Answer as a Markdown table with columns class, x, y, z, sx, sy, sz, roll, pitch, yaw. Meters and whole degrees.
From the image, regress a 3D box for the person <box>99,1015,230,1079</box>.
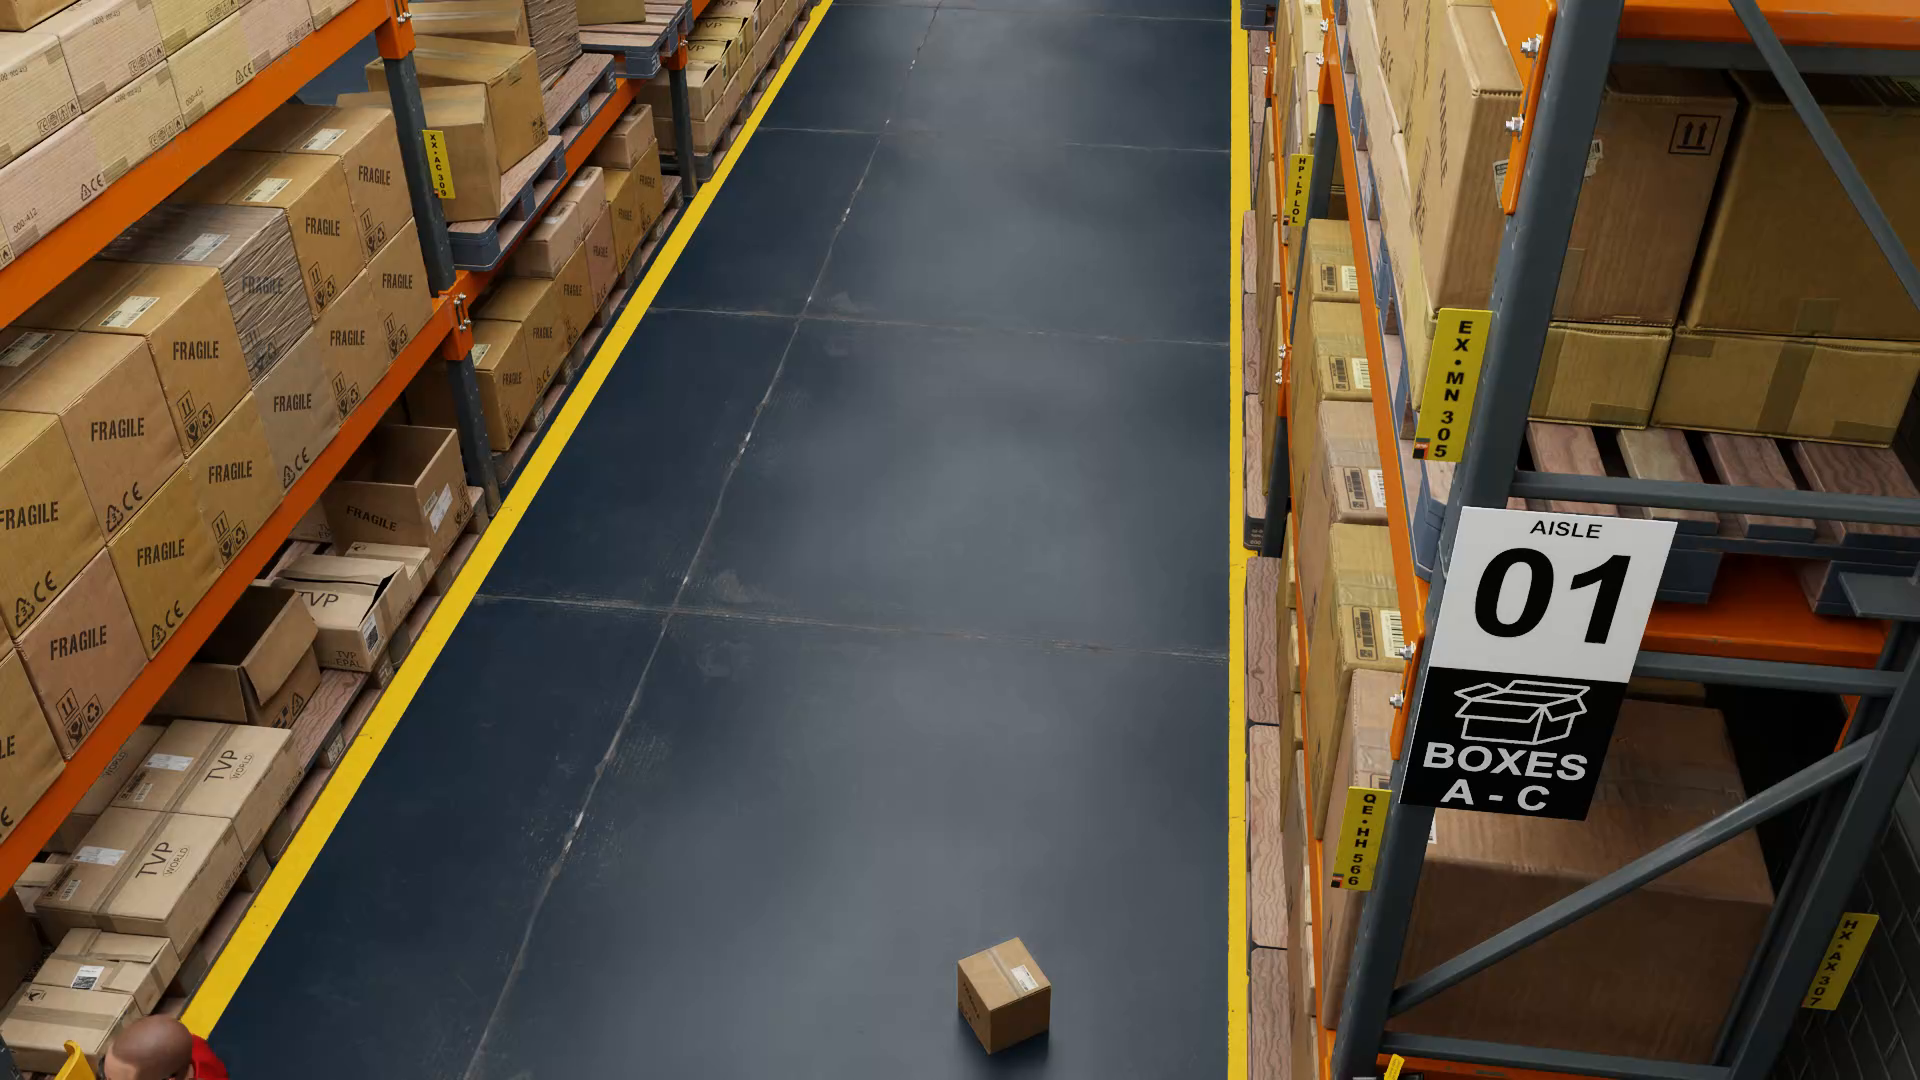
| class | x | y | z | sx | sy | sz | roll | pitch | yaw |
| --- | --- | --- | --- | --- | --- | --- | --- | --- | --- |
| person | -1.979 | 1.901 | 4.464 | 0.499 | 1.798 | 0.585 | -24 | 43 | -30 |
